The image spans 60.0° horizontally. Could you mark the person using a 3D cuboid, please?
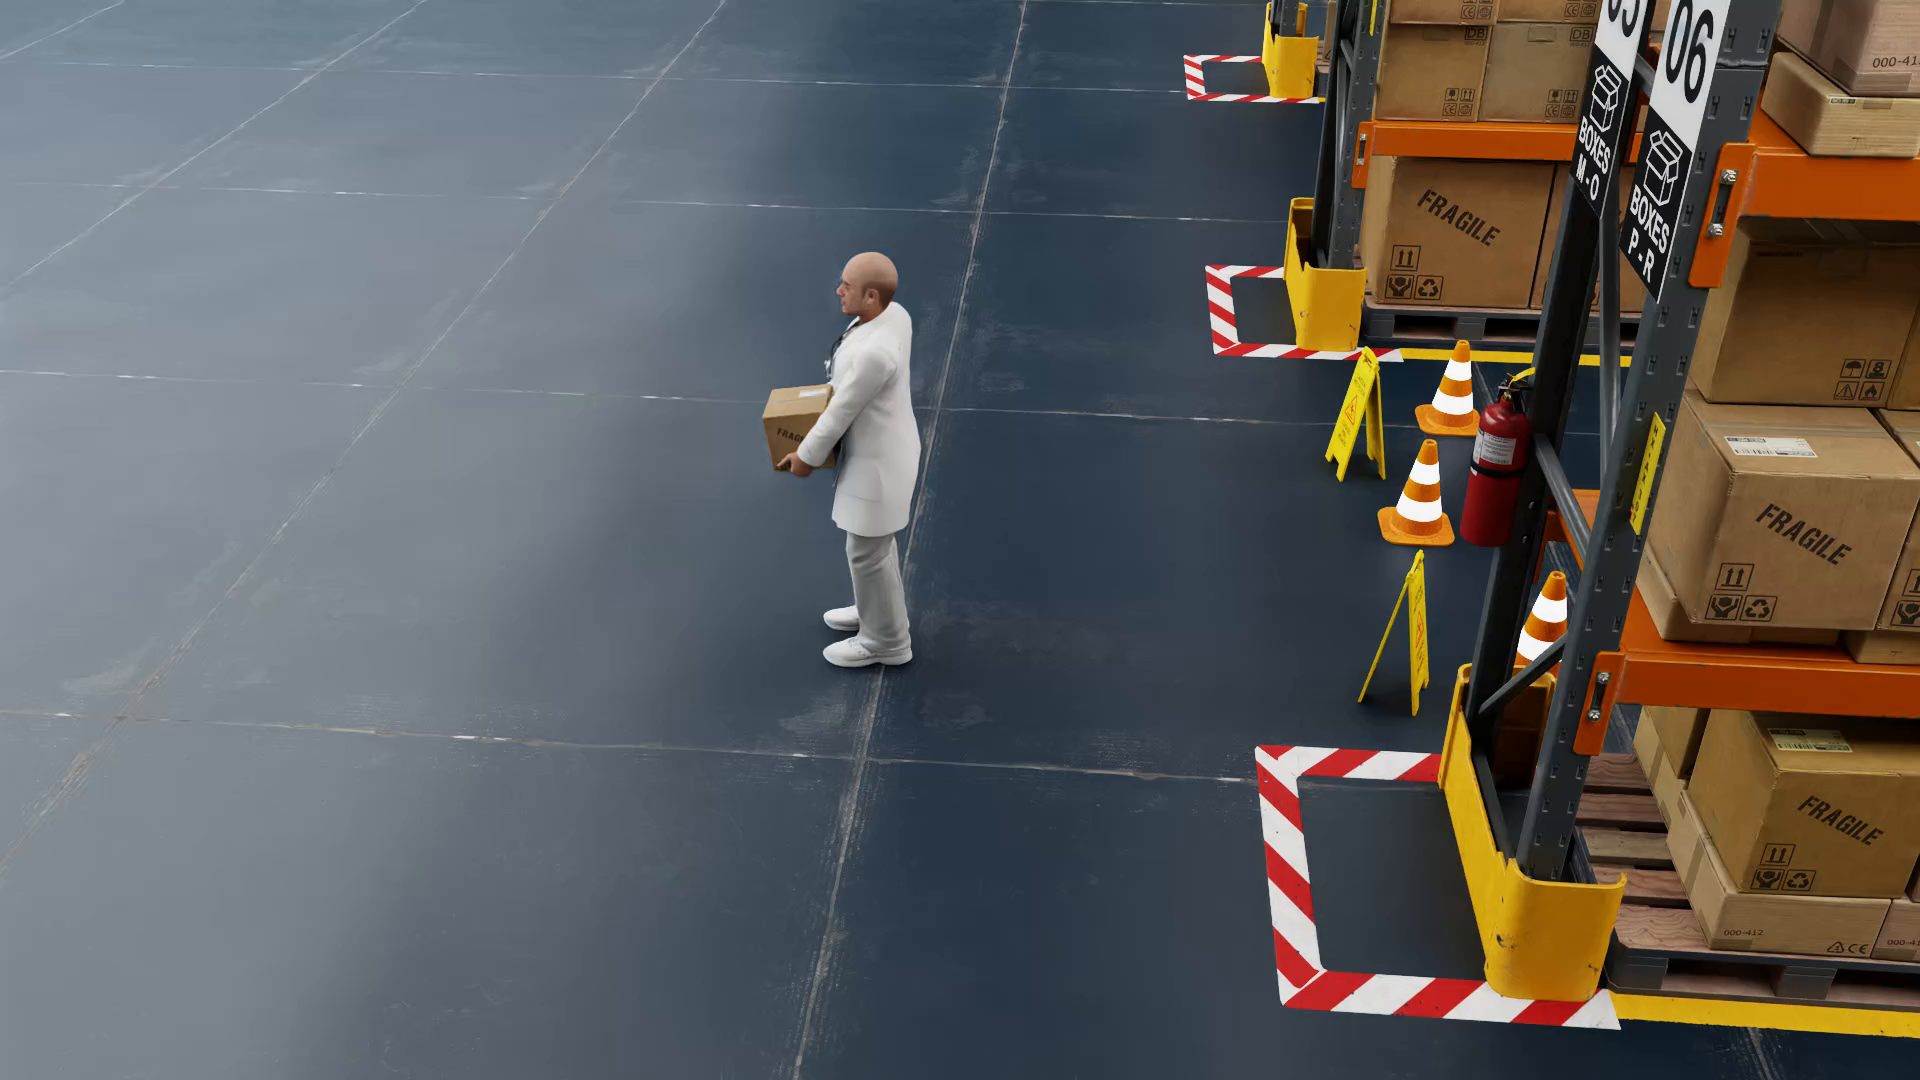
[{"bbox_3d":[-0.437,-0.316,6.669,0.555,1.780,0.524,2,32,3],"label":"person"}]
